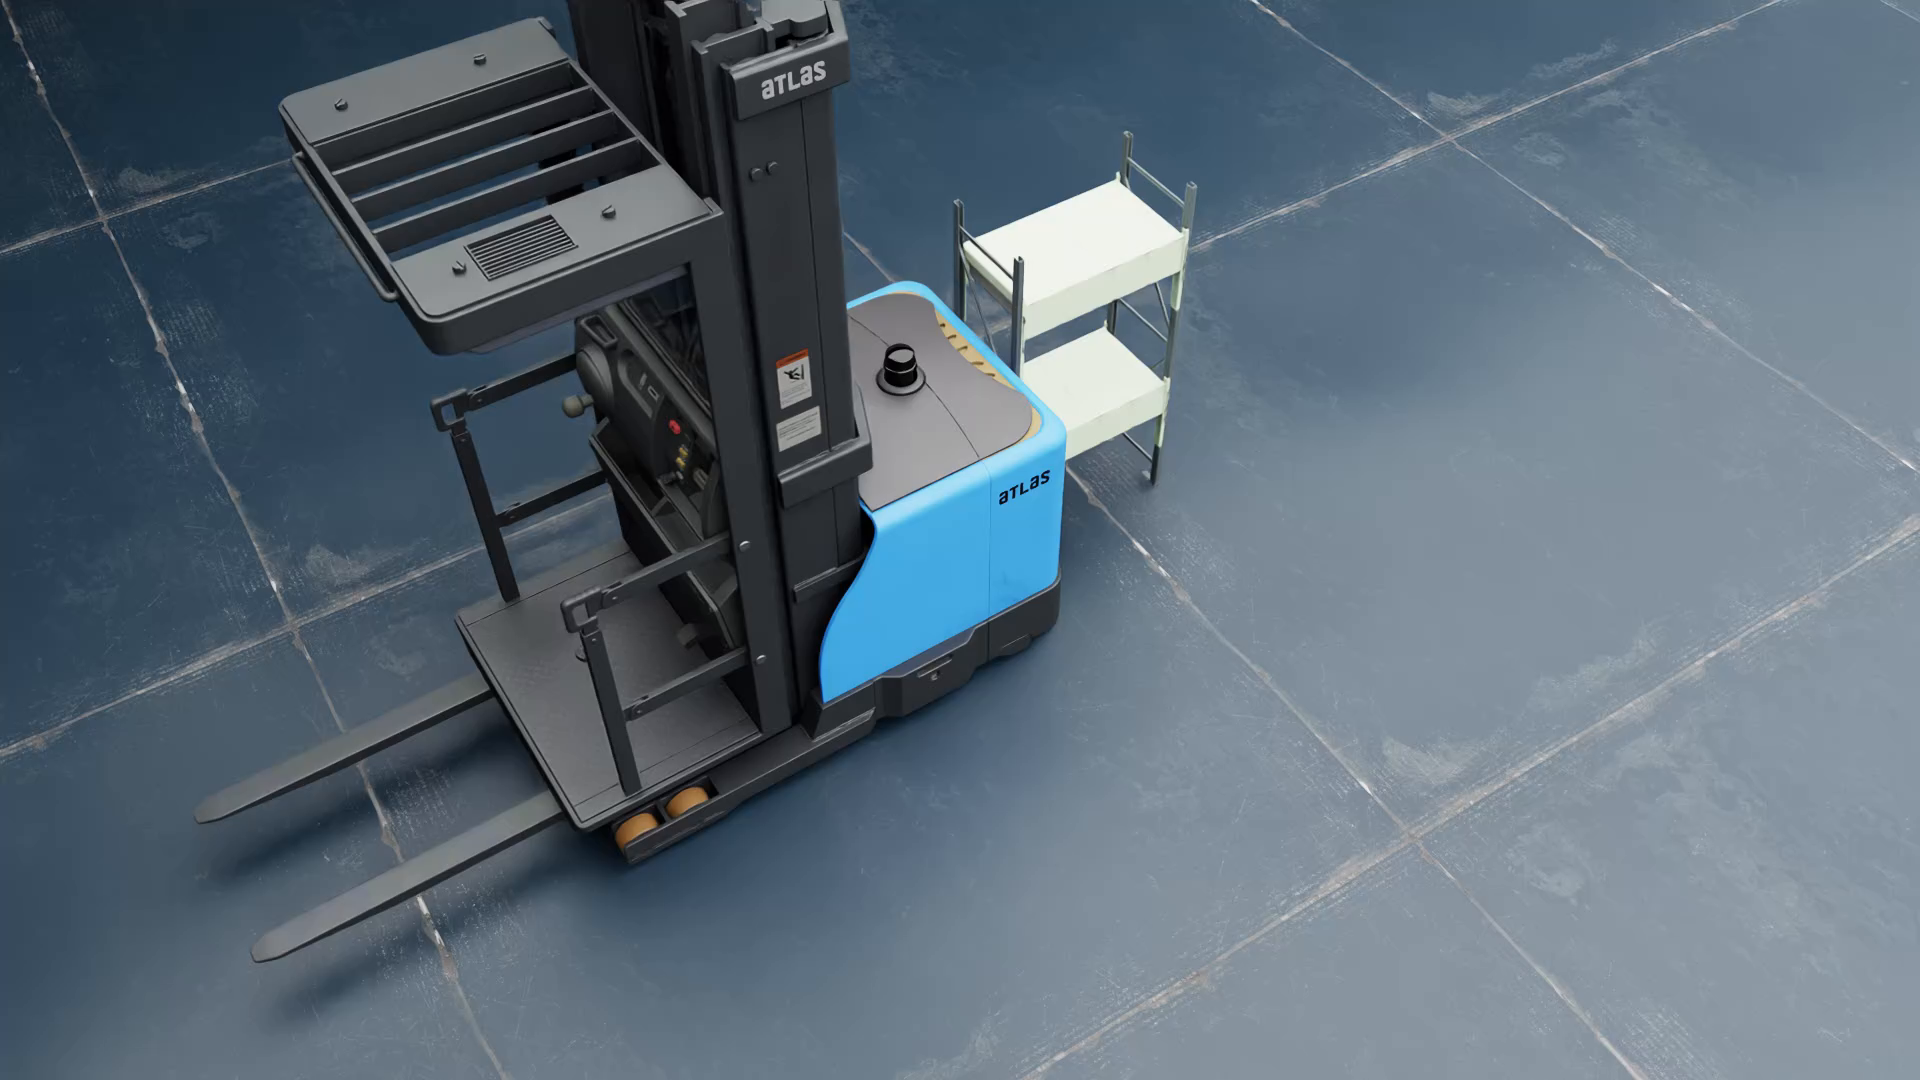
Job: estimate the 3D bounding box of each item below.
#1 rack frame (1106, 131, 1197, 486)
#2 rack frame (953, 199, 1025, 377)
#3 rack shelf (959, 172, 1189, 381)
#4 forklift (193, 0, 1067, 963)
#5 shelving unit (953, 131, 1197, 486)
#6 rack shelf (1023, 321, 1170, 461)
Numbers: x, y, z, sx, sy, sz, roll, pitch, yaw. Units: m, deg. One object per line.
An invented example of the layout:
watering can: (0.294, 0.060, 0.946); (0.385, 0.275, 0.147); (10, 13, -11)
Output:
rack frame: (0.706, -0.850, 6.448); (0.023, 1.500, 0.400); (-26, 53, -22)
rack frame: (0.096, -0.548, 6.179); (0.023, 1.500, 0.400); (-26, 53, -22)
rack shelf: (0.401, -0.958, 6.022); (0.720, 0.370, 0.431); (-26, 53, -22)
forklift: (-1.134, -0.332, 5.028); (3.031, 2.935, 1.130); (-26, 53, -22)
shelving unit: (0.401, -0.699, 6.313); (0.755, 1.500, 0.431); (-26, 53, -22)
rack shelf: (0.401, -0.482, 6.557); (0.720, 0.370, 0.431); (-26, 53, -22)
